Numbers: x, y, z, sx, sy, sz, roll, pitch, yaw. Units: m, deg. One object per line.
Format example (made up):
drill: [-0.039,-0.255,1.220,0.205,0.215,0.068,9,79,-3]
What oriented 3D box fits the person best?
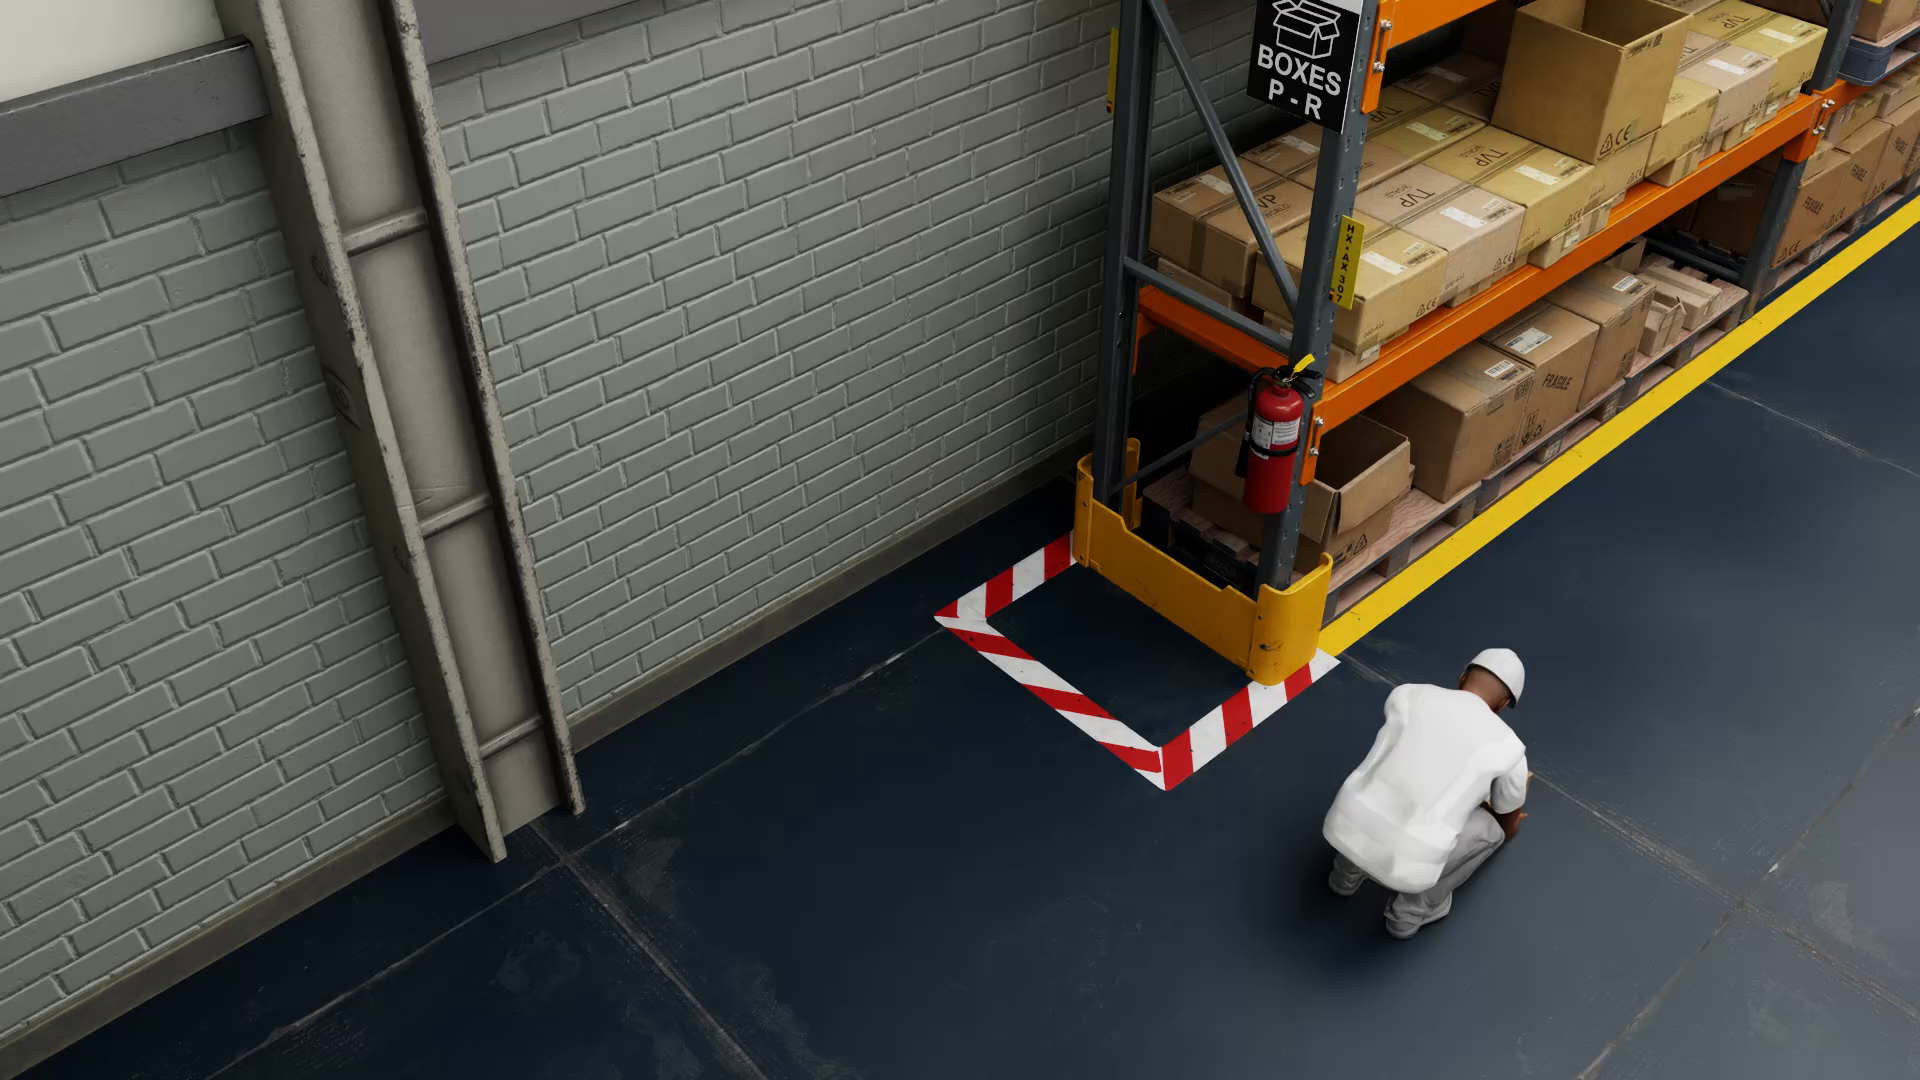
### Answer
person: [1.651,0.908,5.869,0.942,0.870,0.543,-30,48,-31]
